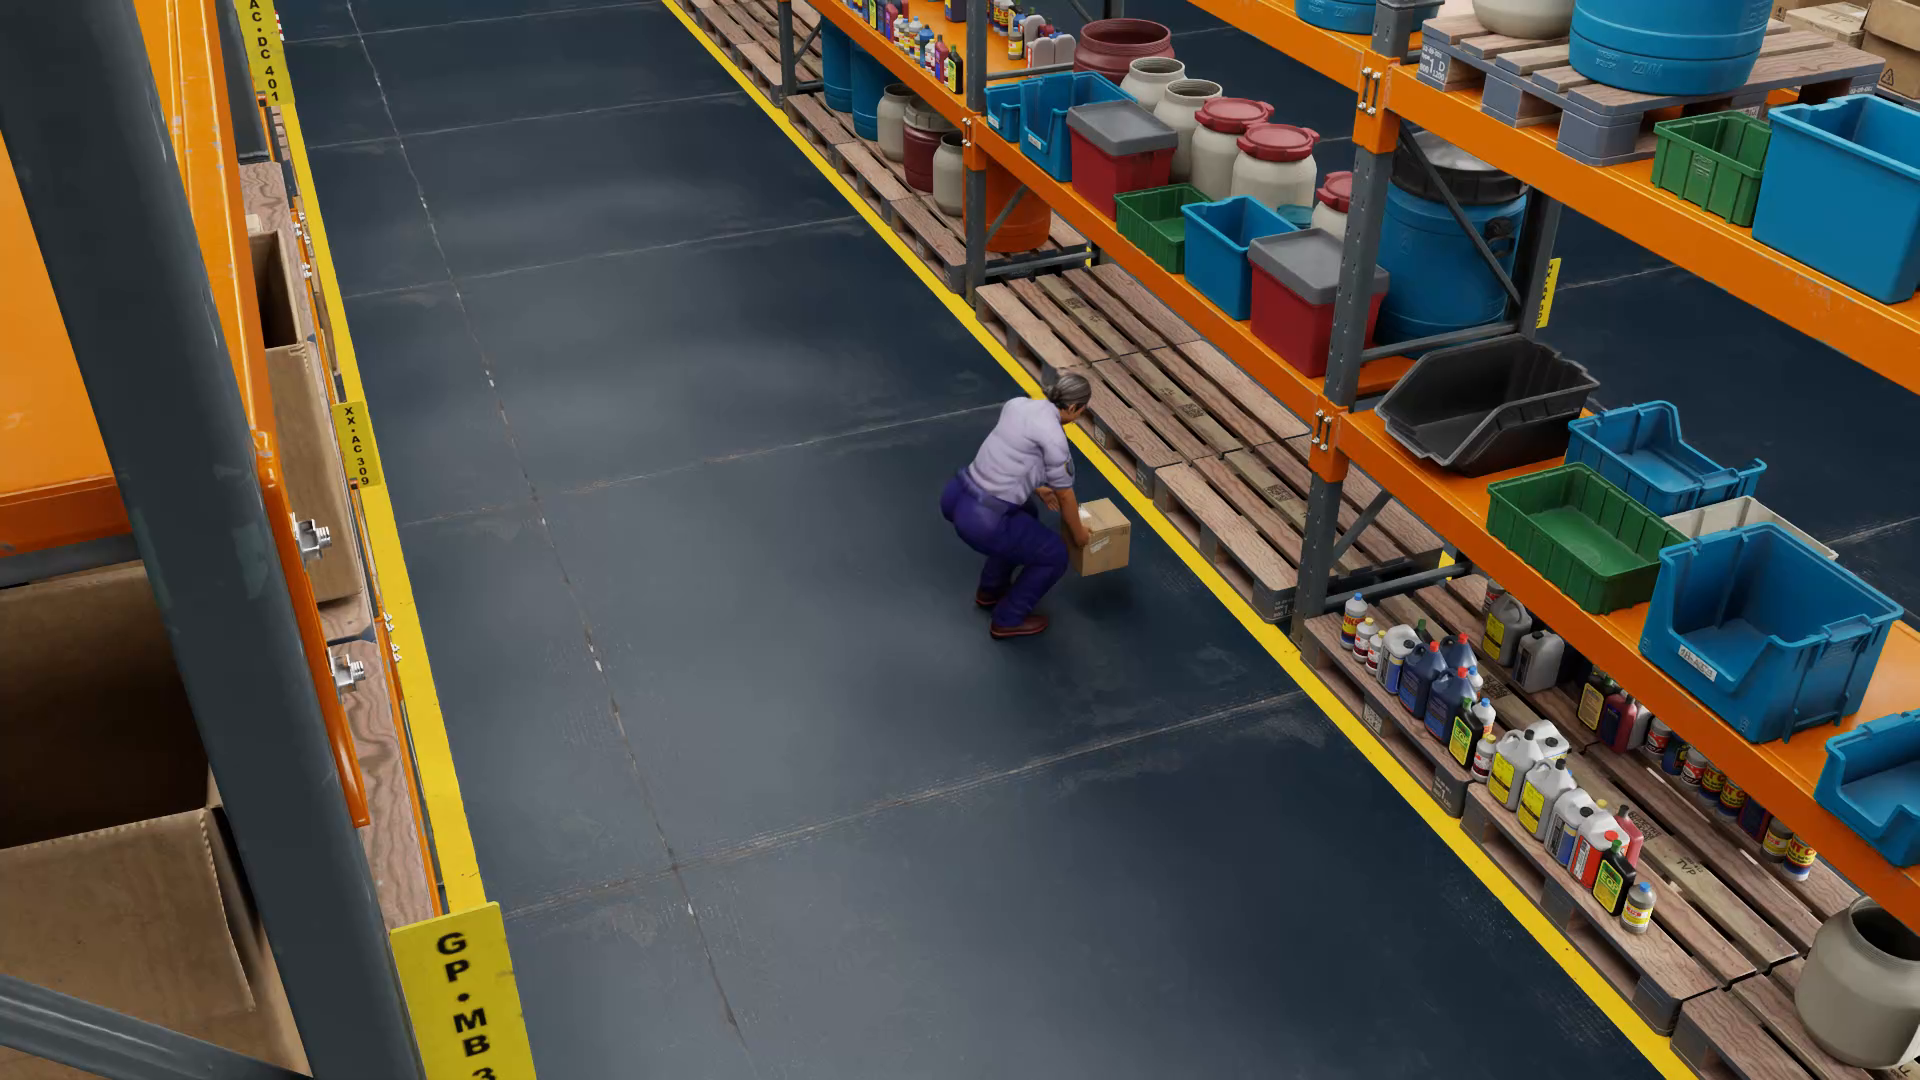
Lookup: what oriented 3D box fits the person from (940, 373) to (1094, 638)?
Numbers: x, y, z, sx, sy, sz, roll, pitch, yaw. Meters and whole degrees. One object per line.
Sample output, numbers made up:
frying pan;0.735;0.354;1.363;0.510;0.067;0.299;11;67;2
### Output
person;0.264;-0.174;7.800;0.727;1.230;0.540;-13;36;-19
